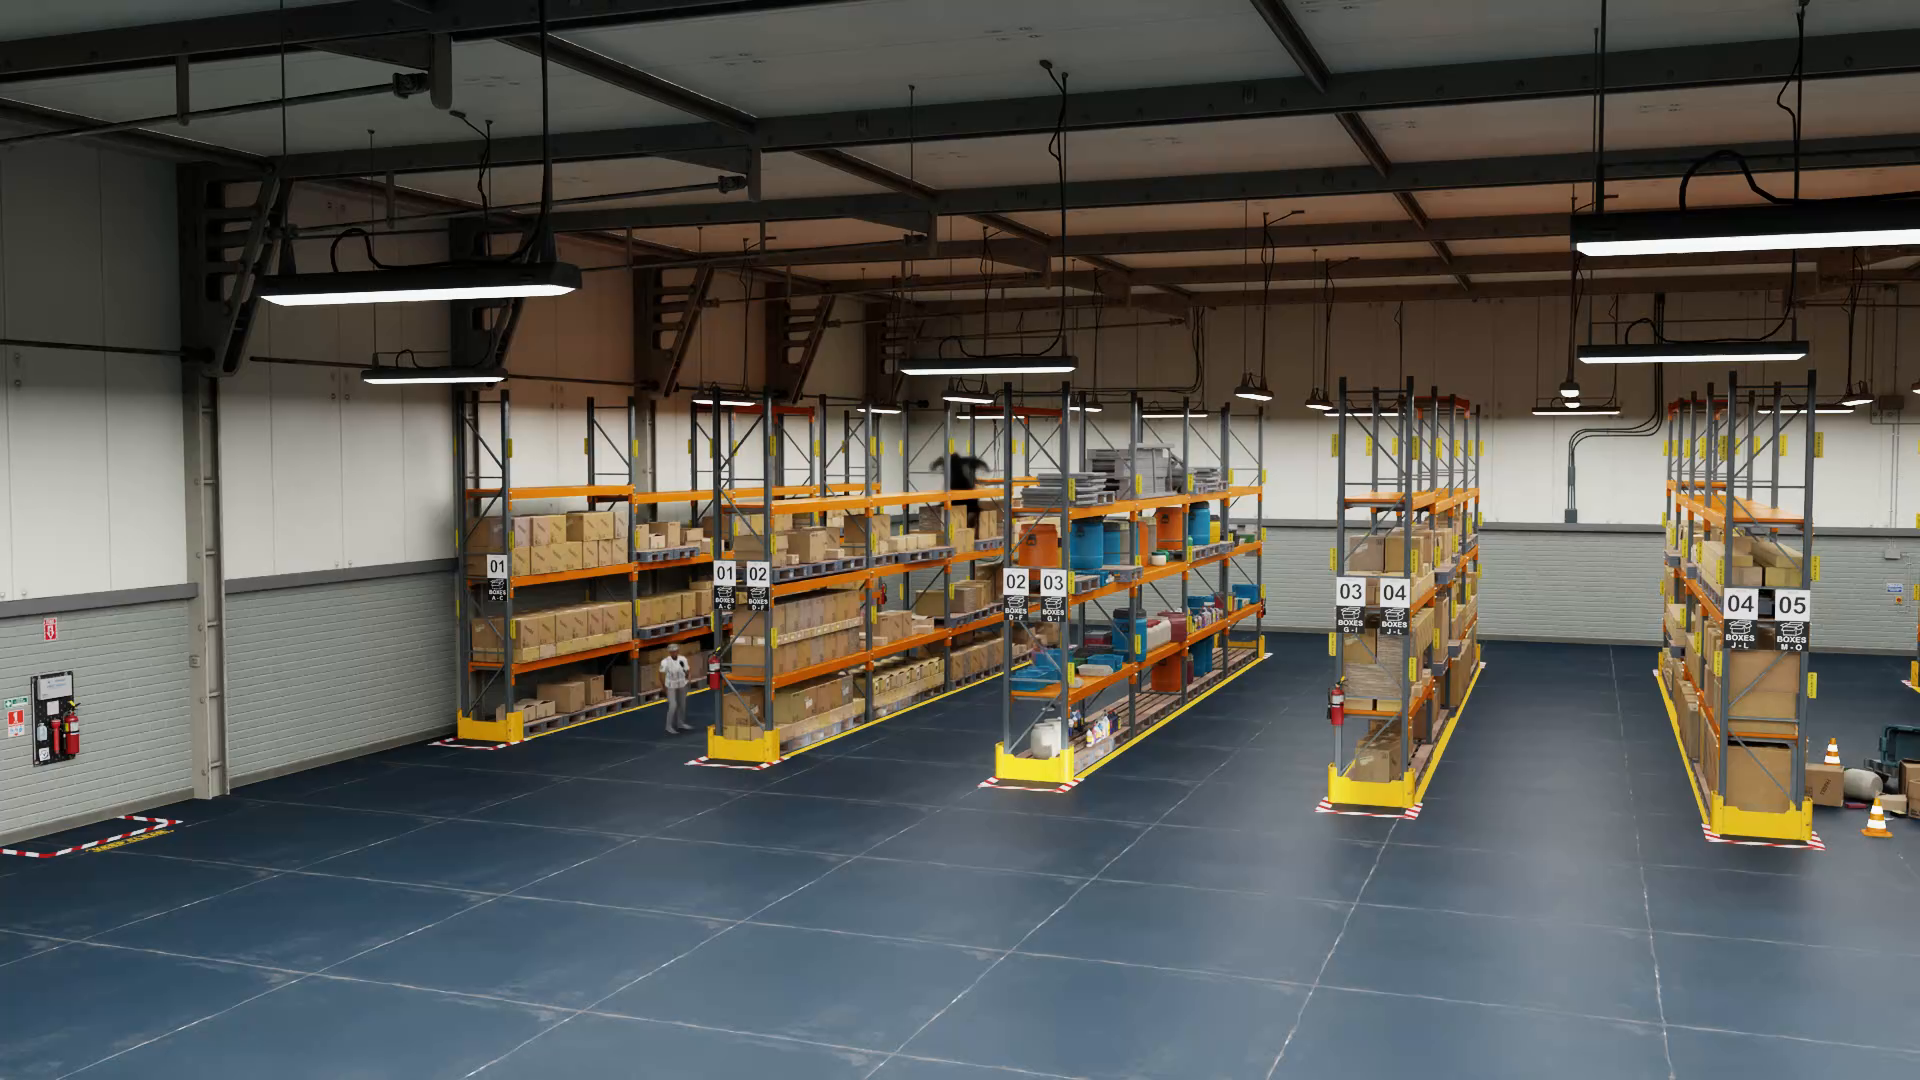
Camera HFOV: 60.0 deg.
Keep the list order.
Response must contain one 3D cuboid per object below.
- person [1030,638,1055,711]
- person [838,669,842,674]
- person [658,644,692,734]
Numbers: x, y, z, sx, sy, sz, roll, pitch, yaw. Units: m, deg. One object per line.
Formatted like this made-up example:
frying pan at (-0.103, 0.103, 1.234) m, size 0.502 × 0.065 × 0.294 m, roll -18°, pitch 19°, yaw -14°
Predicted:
person at (1.610, 2.553, 31.412) m, size 0.561 × 1.426 × 0.767 m, roll 3°, pitch 4°, yaw 39°
person at (-2.744, 2.145, 36.068) m, size 0.712 × 1.753 × 0.669 m, roll 1°, pitch 3°, yaw 19°
person at (-4.977, 2.607, 29.342) m, size 0.633 × 1.620 × 0.774 m, roll -2°, pitch 4°, yaw -35°
